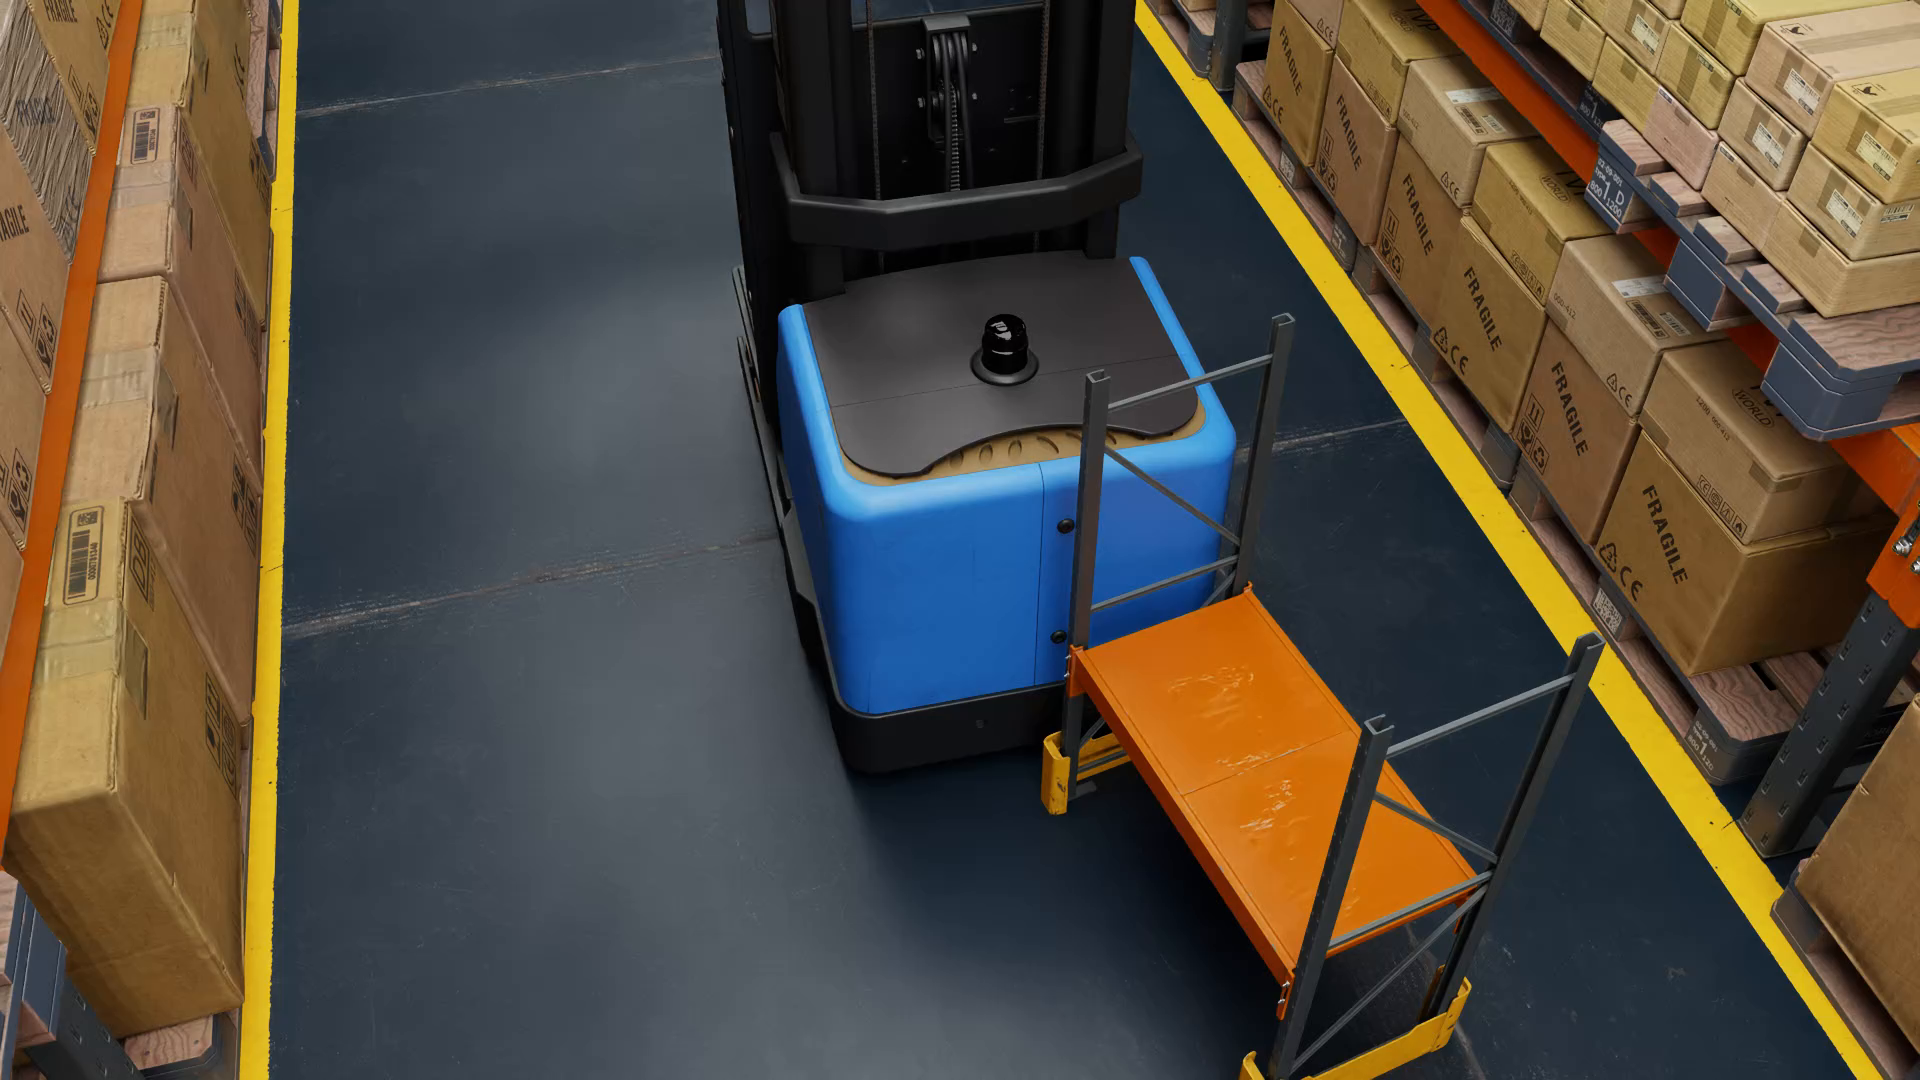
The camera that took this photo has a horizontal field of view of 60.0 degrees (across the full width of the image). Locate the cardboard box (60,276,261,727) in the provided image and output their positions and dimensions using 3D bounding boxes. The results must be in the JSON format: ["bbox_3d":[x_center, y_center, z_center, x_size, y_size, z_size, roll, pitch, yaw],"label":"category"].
[{"bbox_3d":[-2.602,0.005,4.338,1.225,0.875,0.875,-11,47,-10],"label":"cardboard box"}]

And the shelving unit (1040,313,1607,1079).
[{"bbox_3d":[0.707,0.436,3.773,0.587,1.500,1.083,-18,48,-17],"label":"shelving unit"}]

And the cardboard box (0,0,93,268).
[{"bbox_3d":[-2.481,-0.969,4.029,0.500,0.500,0.500,-11,47,-10],"label":"cardboard box"}]

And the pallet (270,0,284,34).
[{"bbox_3d":[-3.684,-2.663,7.712,1.003,0.211,1.213,-11,47,-10],"label":"pallet"}]

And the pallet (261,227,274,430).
[{"bbox_3d":[-2.979,-0.761,5.848,1.003,0.211,1.213,-11,47,-10],"label":"pallet"}]

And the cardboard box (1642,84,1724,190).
[{"bbox_3d":[1.897,-0.996,4.008,0.380,0.149,0.250,-10,46,-10],"label":"cardboard box"}]

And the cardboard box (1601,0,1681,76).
[{"bbox_3d":[1.826,-1.290,4.088,0.380,0.149,0.250,-11,47,-10],"label":"cardboard box"}]

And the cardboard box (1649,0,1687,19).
[{"bbox_3d":[1.826,-1.391,3.979,0.380,0.149,0.250,-9,46,-9],"label":"cardboard box"}]

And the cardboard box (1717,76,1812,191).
[{"bbox_3d":[1.959,-0.936,3.741,0.380,0.149,0.250,-9,46,-9],"label":"cardboard box"}]

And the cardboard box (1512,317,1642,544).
[{"bbox_3d":[2.045,-0.369,4.968,0.500,0.500,0.500,-9,46,-9],"label":"cardboard box"}]

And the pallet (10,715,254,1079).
[{"bbox_3d":[-2.354,0.924,4.197,1.003,0.211,1.213,-11,47,-10],"label":"pallet"}]

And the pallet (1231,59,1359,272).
[{"bbox_3d":[1.772,-1.580,6.650,1.003,0.211,1.213,-11,47,-10],"label":"pallet"}]

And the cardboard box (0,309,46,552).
[{"bbox_3d":[-2.221,-0.270,3.344,0.500,0.500,0.500,-12,47,-11],"label":"cardboard box"}]

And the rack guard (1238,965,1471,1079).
[{"bbox_3d":[0.916,1.196,3.903,0.587,0.250,0.087,-18,48,-17],"label":"rack guard"}]

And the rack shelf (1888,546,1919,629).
[{"bbox_3d":[3.108,1.301,2.378,1.077,0.370,4.000,-11,47,-10],"label":"rack shelf"}]

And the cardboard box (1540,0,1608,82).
[{"bbox_3d":[1.766,-1.354,4.359,0.380,0.149,0.250,-13,47,-12],"label":"cardboard box"}]

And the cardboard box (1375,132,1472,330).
[{"bbox_3d":[1.789,-1.082,5.666,0.500,0.500,0.500,-10,46,-10],"label":"cardboard box"}]

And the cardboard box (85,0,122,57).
[{"bbox_3d":[-2.745,-1.675,4.721,0.500,0.500,0.500,-9,46,-9],"label":"cardboard box"}]

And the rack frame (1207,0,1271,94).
[{"bbox_3d":[1.572,-3.093,6.181,1.000,3.000,0.127,-11,47,-10],"label":"rack frame"}]

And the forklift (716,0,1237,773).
[{"bbox_3d":[-0.143,-1.464,4.633,1.130,2.935,3.031,-9,46,-9],"label":"forklift"}]

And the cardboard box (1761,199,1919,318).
[{"bbox_3d":[2.025,-0.647,3.666,0.380,0.149,0.250,-10,46,-10],"label":"cardboard box"}]

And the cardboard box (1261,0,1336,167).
[{"bbox_3d":[1.504,-1.806,6.376,0.500,0.500,0.500,-9,46,-9],"label":"cardboard box"}]

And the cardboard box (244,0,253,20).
[{"bbox_3d":[-3.571,-2.751,7.039,0.875,0.875,0.875,-11,47,-10],"label":"cardboard box"}]

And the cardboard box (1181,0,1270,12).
[{"bbox_3d":[1.142,-2.450,7.253,0.380,0.149,0.250,-10,46,-10],"label":"cardboard box"}]

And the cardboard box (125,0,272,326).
[{"bbox_3d":[-3.066,-1.221,5.540,1.225,0.875,0.875,-11,47,-10],"label":"cardboard box"}]

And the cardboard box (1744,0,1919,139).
[{"bbox_3d":[1.965,-1.027,3.621,0.380,0.149,0.250,-11,47,-11],"label":"cardboard box"}]

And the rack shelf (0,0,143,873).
[{"bbox_3d":[-2.737,-0.623,4.264,1.077,0.370,4.000,-11,47,-10],"label":"rack shelf"}]

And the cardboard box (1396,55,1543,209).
[{"bbox_3d":[1.770,-1.349,5.403,0.500,0.250,0.500,-9,46,-9],"label":"cardboard box"}]

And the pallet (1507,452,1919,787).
[{"bbox_3d":[2.397,0.105,4.999,1.003,0.211,1.213,-11,47,-10],"label":"pallet"}]

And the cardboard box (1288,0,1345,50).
[{"bbox_3d":[1.505,-2.069,6.108,0.500,0.250,0.500,-13,47,-12],"label":"cardboard box"}]

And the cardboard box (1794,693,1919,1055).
[{"bbox_3d":[2.665,0.746,3.700,1.050,0.750,0.750,-11,47,-11],"label":"cardboard box"}]

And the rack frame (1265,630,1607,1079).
[{"bbox_3d":[0.924,0.771,3.444,0.500,1.500,0.032,-18,48,-17],"label":"rack frame"}]

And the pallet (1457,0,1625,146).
[{"bbox_3d":[2.049,-1.623,4.875,1.003,0.211,1.213,-11,47,-10],"label":"pallet"}]

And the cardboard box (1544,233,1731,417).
[{"bbox_3d":[2.027,-0.637,4.705,0.500,0.250,0.500,-10,46,-10],"label":"cardboard box"}]
